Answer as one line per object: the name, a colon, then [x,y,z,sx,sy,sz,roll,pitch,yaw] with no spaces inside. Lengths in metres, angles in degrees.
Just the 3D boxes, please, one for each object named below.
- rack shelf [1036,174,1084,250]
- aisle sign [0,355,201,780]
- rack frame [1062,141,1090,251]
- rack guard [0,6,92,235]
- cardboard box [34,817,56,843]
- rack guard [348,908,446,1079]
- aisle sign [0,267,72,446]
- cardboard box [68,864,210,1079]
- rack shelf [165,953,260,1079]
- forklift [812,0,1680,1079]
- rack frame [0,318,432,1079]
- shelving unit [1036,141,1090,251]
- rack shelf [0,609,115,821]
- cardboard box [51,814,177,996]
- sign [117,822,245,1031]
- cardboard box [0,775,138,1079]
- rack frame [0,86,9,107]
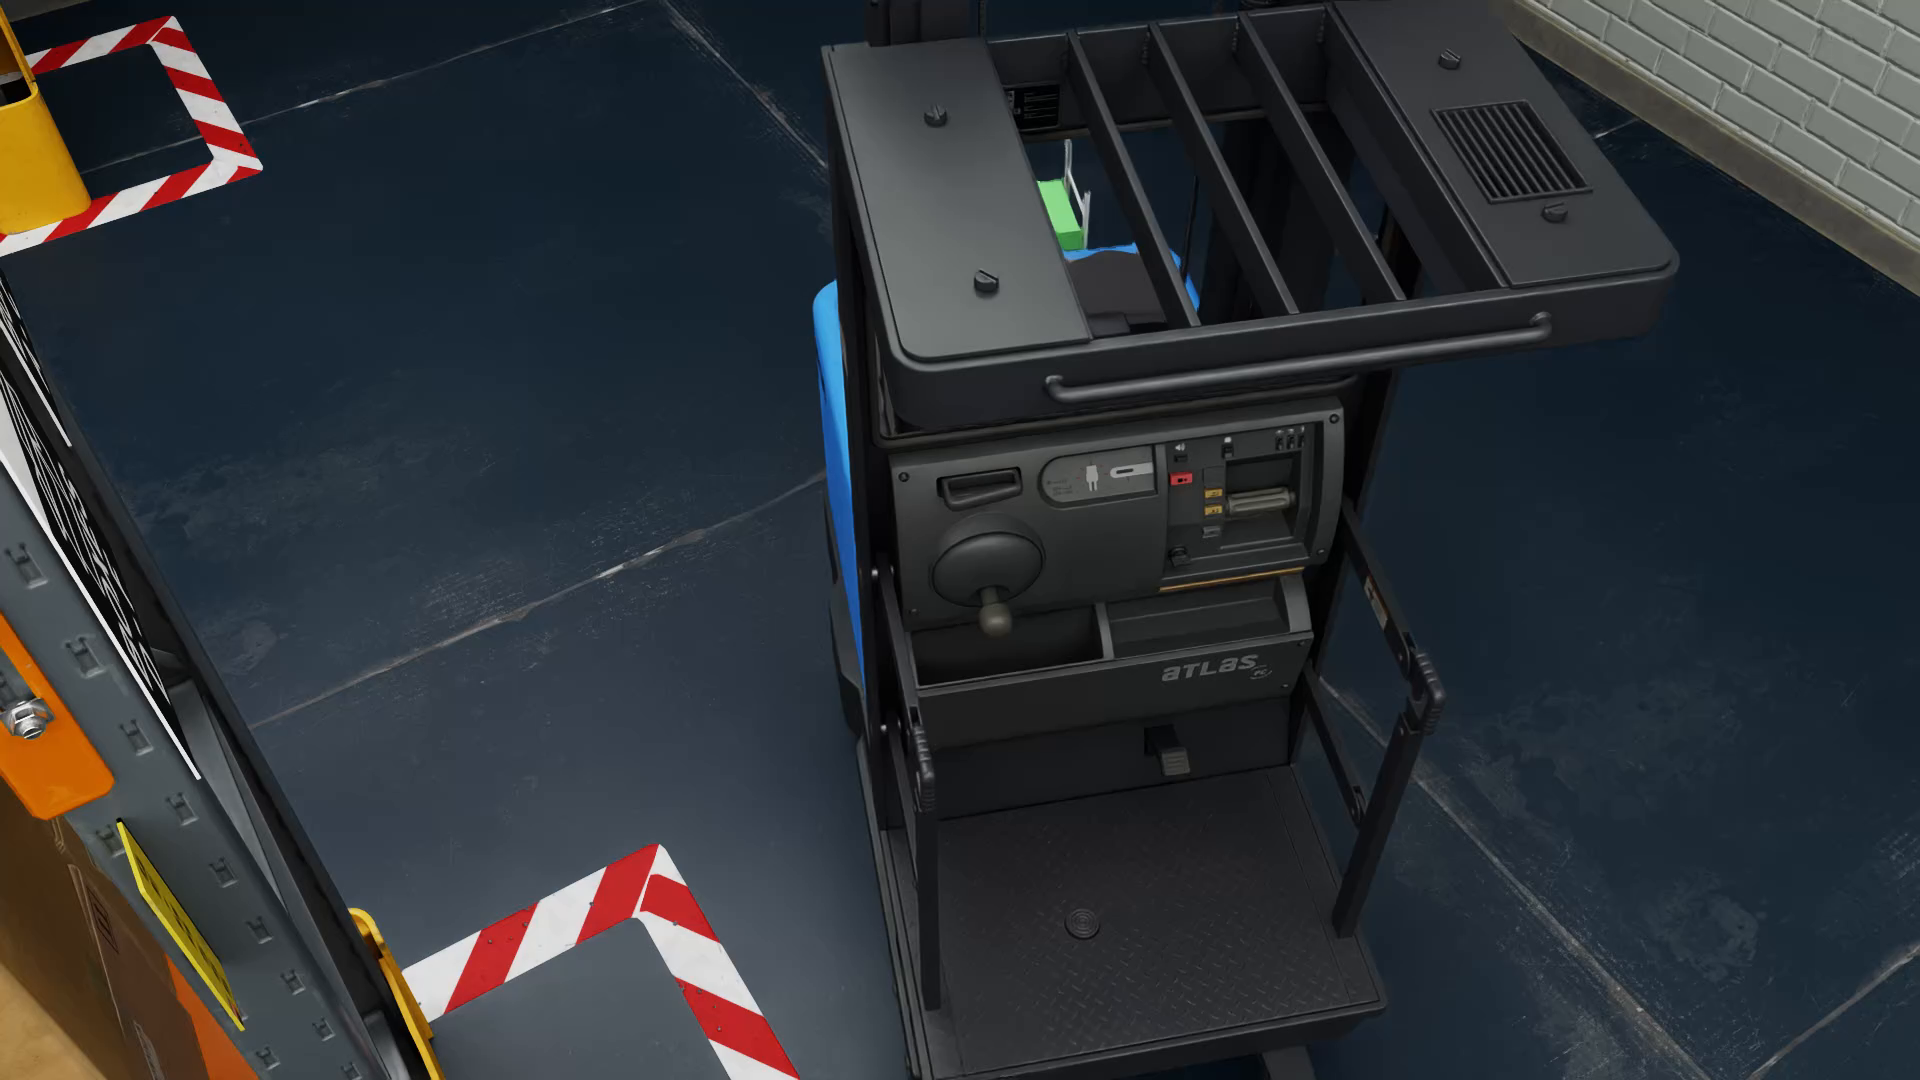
rack shelf: [0.082,-0.866,4.660,0.480,0.148,0.258,-8,49,-7]
aisle sign: [-0.928,-0.128,1.614,0.004,0.787,0.394,-25,53,-21]
rack frame: [0.322,-0.623,5.001,0.015,1.200,0.240,-8,49,-7]
rack guard: [-3.775,-1.735,6.460,0.348,0.500,1.175,-25,53,-21]
cardboard box: [-1.665,0.215,2.314,0.500,0.500,0.500,-24,52,-20]
rack guard: [-1.213,1.432,3.640,0.348,0.500,1.175,-25,53,-21]
aisle sign: [-1.248,-0.507,1.952,0.004,0.787,0.394,-25,53,-21]
cardboard box: [-1.382,0.888,2.384,0.500,0.500,0.500,-24,52,-20]
rack shelf: [-2.840,1.607,2.292,4.000,0.370,1.077,-25,53,-21]
forklift: [0.369,0.059,3.235,1.130,2.935,3.031,-8,49,-7]
rack frame: [-1.149,0.570,2.733,0.127,3.000,1.000,-25,53,-21]
shelving unit: [0.082,-0.589,4.971,0.503,1.200,0.258,-8,49,-7]
rack shelf: [-2.840,0.609,1.172,4.000,0.370,1.077,-25,53,-21]
cardboard box: [-1.665,0.547,2.687,0.500,0.500,0.500,-24,53,-20]
sign: [-0.870,0.439,1.864,0.005,0.325,0.100,-25,53,-21]
cardboard box: [-1.378,0.556,2.010,0.500,0.500,0.500,-26,53,-21]
rack frame: [-3.795,-2.557,5.518,0.127,3.000,1.000,-25,53,-21]
